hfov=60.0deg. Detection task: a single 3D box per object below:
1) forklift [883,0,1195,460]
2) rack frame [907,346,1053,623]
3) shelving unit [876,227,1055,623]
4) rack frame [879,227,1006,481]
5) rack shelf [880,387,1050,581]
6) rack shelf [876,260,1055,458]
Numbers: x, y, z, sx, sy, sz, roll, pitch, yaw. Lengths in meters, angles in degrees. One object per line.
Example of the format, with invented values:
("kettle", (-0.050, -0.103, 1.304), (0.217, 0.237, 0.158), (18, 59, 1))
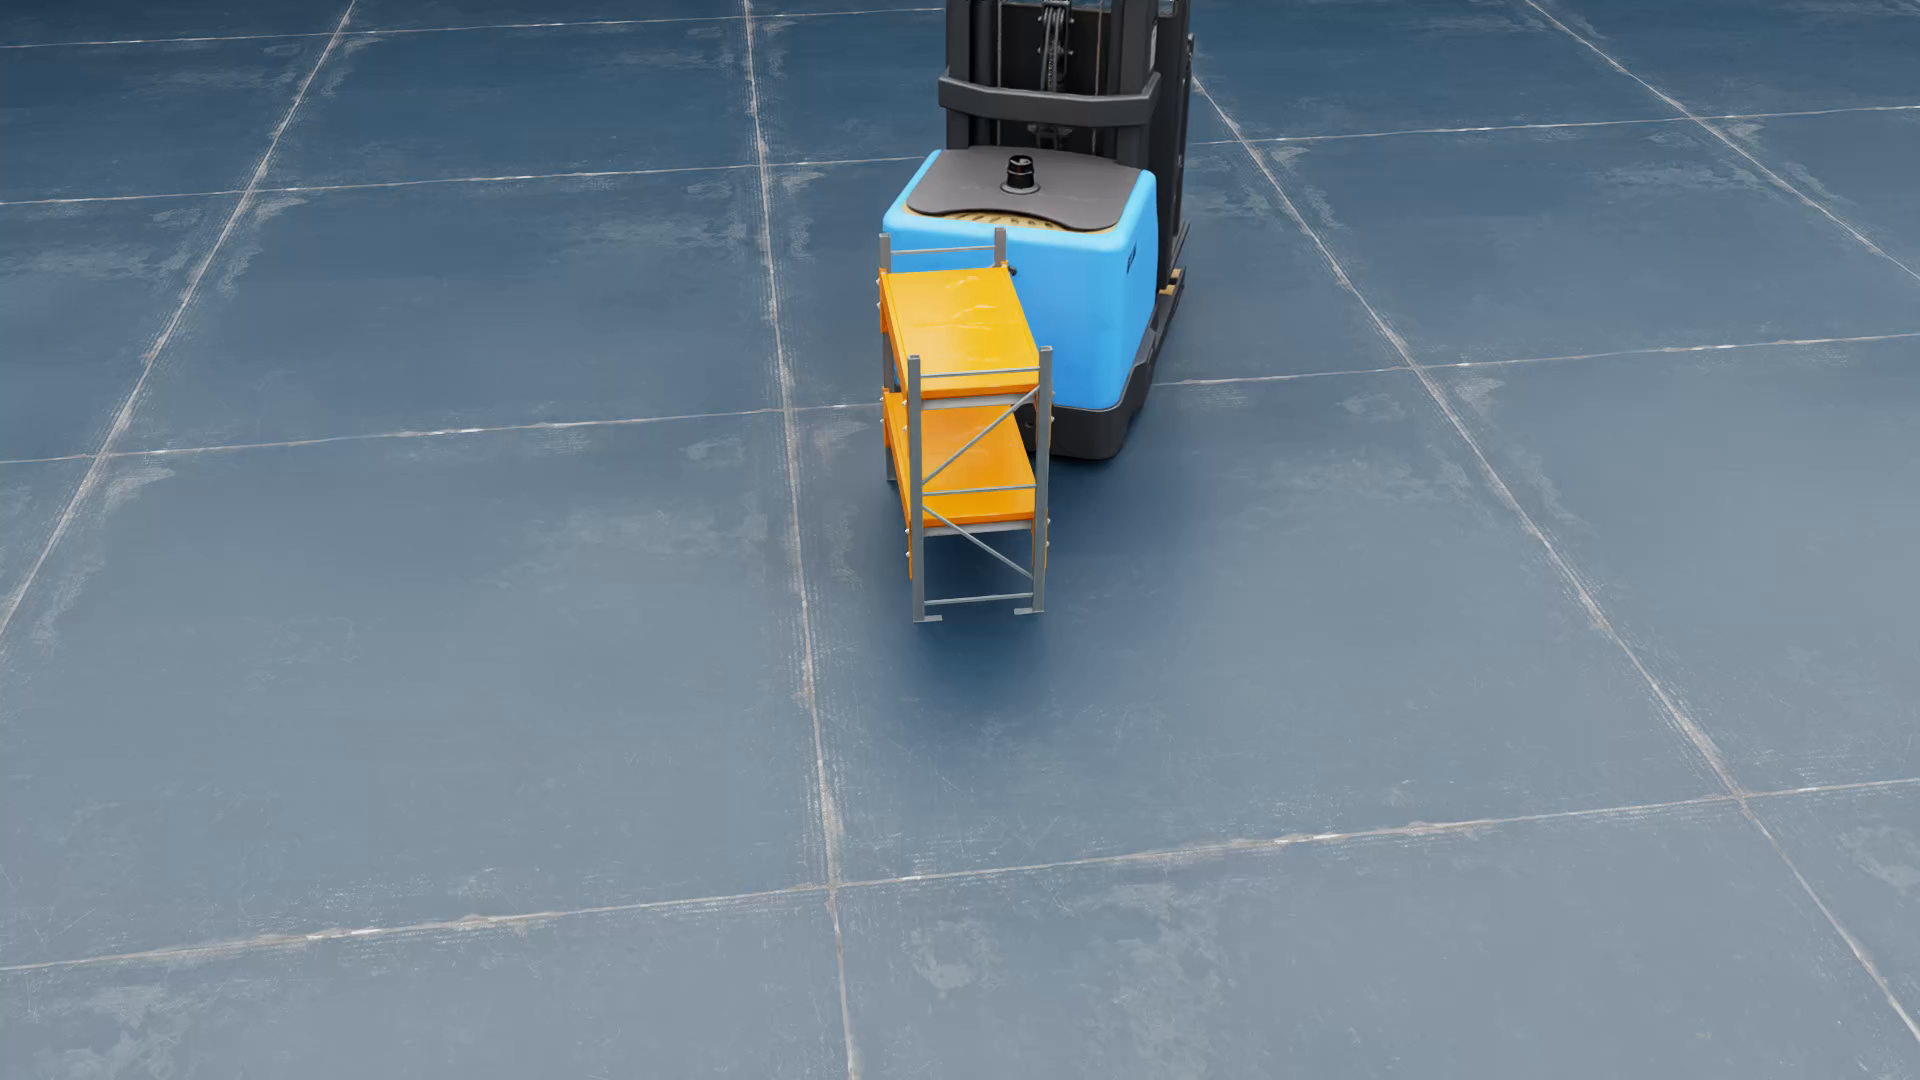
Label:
("forklift", (0.537, -2.382, 7.643), (1.130, 2.935, 3.031), (8, 35, 12))
("rack frame", (0.069, -0.177, 6.011), (0.500, 1.125, 0.032), (-4, 35, -6))
("shelving unit", (0.001, -0.461, 6.428), (0.538, 1.125, 1.048), (-4, 35, -6))
("rack frame", (-0.067, -0.745, 6.844), (0.500, 1.125, 0.032), (-4, 35, -6))
("rack shelf", (0.001, -0.259, 6.565), (0.538, 0.278, 1.000), (-4, 35, -6))
("rack shelf", (0.001, -0.703, 6.263), (0.538, 0.278, 1.000), (-4, 35, -6))
